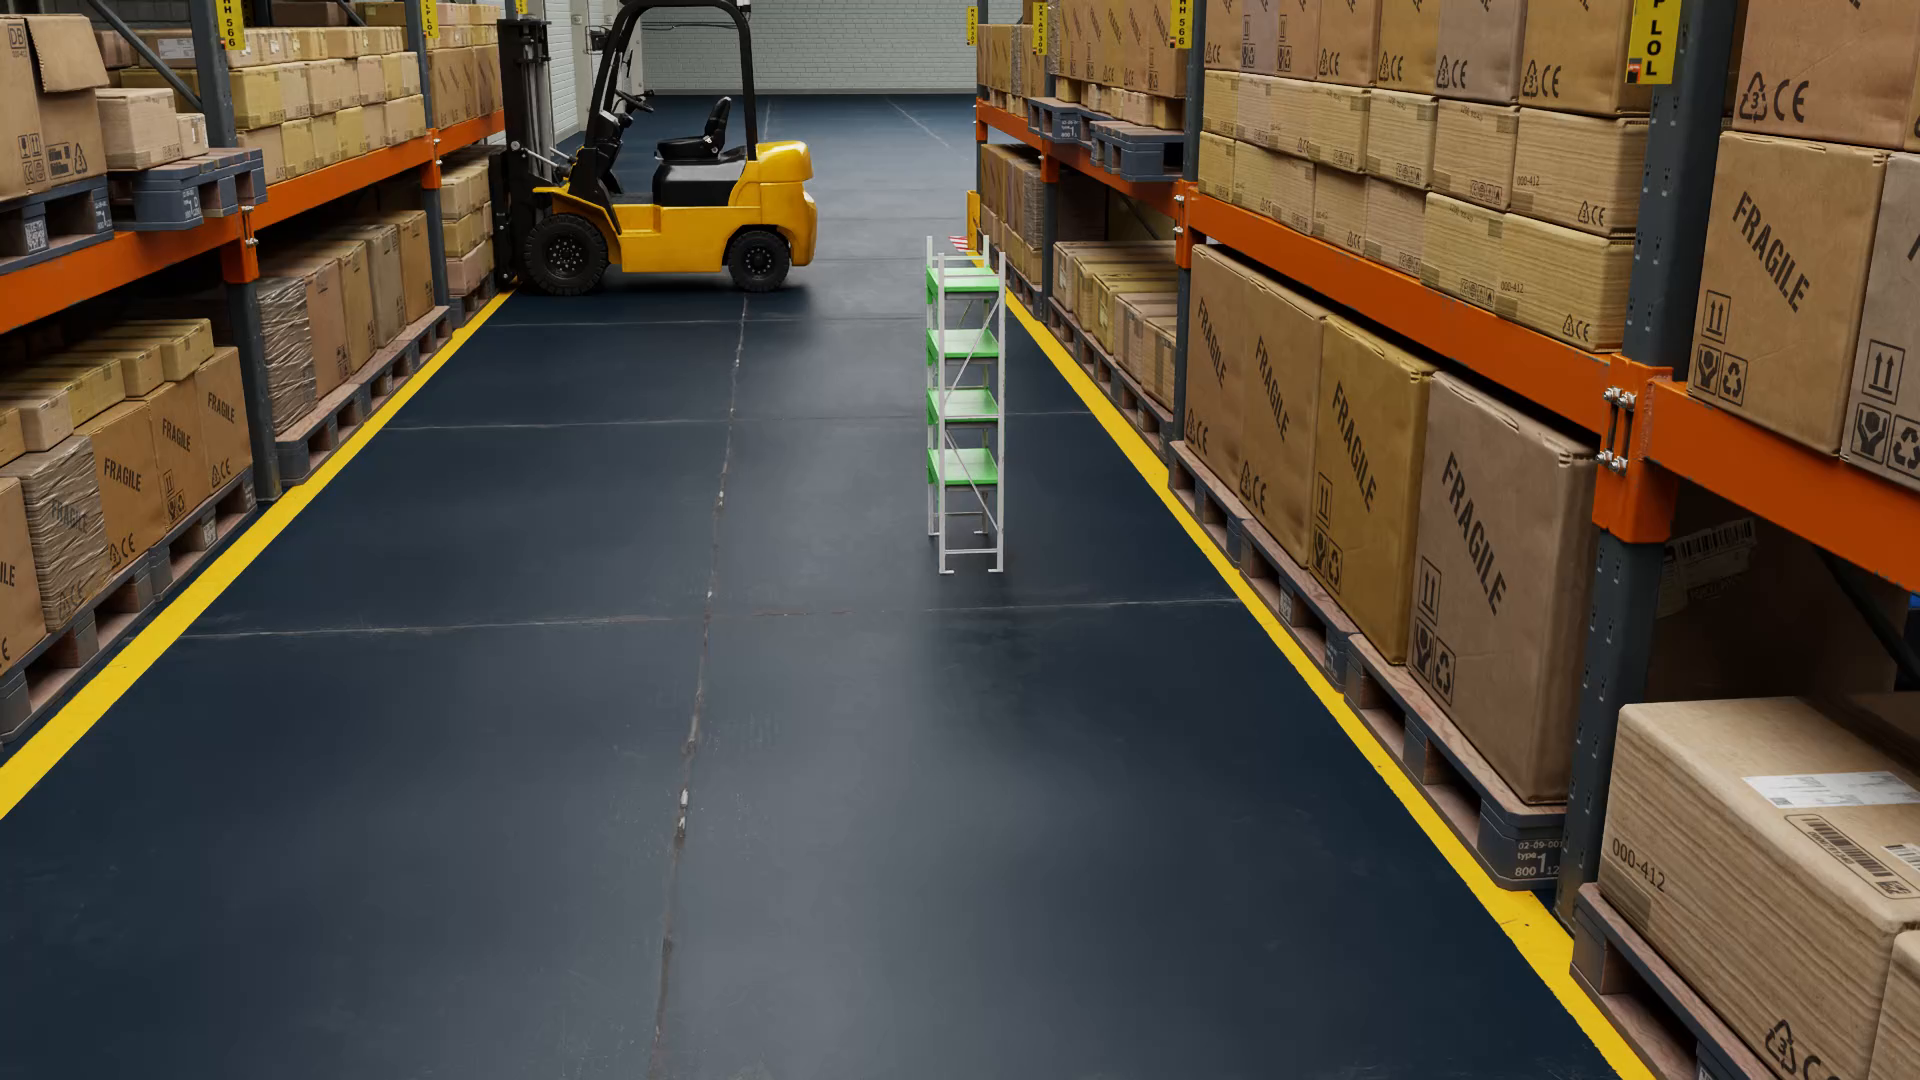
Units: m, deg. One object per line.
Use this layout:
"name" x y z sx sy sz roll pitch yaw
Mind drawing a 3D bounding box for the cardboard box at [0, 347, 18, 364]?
"cardboard box" -3.610 -0.591 5.940 0.380 0.149 0.250 -2 17 -5

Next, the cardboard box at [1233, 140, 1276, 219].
"cardboard box" 1.347 -1.367 6.274 0.500 0.250 0.500 -2 18 -7

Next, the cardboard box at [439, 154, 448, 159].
"cardboard box" -4.328 -2.892 13.101 0.500 0.250 0.500 -2 18 -6

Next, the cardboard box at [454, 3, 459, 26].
"cardboard box" -3.741 -3.692 11.684 0.380 0.149 0.250 -2 18 -7

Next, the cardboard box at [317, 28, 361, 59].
"cardboard box" -3.351 -2.588 8.662 0.380 0.149 0.250 -2 18 -7

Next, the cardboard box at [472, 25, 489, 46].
"cardboard box" -3.814 -3.855 12.698 0.380 0.149 0.250 -2 18 -5

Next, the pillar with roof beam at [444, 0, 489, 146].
"pillar with roof beam" -1.447 -8.521 18.796 9.100 9.000 0.400 -2 18 -6

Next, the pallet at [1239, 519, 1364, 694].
"pallet" 1.606 0.186 5.733 1.003 0.211 1.213 -2 18 -6

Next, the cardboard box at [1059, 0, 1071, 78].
"cardboard box" 0.880 -3.029 9.951 0.500 0.500 0.500 -2 18 -5

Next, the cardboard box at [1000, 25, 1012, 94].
"cardboard box" 0.596 -3.711 12.825 0.500 0.500 0.500 -2 18 -7

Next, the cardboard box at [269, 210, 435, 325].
"cardboard box" -3.808 -1.694 10.329 0.875 0.625 0.625 -1 17 -3

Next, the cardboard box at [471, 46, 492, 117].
"cardboard box" -3.813 -3.426 12.415 0.500 0.500 0.500 -2 18 -5

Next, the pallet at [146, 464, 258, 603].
"pallet" -3.421 -0.036 6.440 1.003 0.211 1.213 -2 18 -6

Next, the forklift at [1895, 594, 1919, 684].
"forklift" 3.529 -1.315 5.974 1.130 2.935 3.031 16 24 41

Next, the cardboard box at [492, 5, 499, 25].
"cardboard box" -3.928 -4.223 13.374 0.380 0.149 0.250 -1 17 -4

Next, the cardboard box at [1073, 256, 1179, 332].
"cardboard box" 1.198 -1.513 10.174 0.950 0.372 0.625 -1 17 -2

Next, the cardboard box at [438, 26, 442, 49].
"cardboard box" -3.727 -3.396 11.237 0.380 0.149 0.250 -2 18 -6

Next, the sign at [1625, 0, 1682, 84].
"sign" 1.351 -1.048 3.206 0.100 0.325 0.005 -2 18 -6

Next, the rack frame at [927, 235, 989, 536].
"rack frame" -0.008 -0.596 6.572 0.240 1.200 0.015 -2 18 -6

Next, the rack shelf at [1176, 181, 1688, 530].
"rack shelf" 1.683 -0.805 5.436 1.077 0.370 4.000 -2 18 -6

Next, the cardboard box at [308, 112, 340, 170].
"cardboard box" -3.370 -1.962 8.168 0.500 0.250 0.500 -2 18 -7

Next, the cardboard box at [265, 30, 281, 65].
"cardboard box" -3.281 -2.207 7.448 0.380 0.149 0.250 -1 17 -4

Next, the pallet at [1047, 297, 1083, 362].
"pallet" 1.146 -1.374 10.701 1.003 0.211 1.213 -2 18 -6

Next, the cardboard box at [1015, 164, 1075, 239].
"cardboard box" 0.682 -2.502 12.276 0.500 0.500 0.500 -1 17 -5

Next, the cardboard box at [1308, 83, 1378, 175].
"cardboard box" 1.414 -1.299 5.221 0.500 0.250 0.500 -1 17 -5

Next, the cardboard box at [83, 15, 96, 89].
"cardboard box" -3.562 -1.680 6.153 0.500 0.500 0.500 -1 17 -3

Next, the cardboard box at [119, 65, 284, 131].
"cardboard box" -3.238 -1.898 7.129 0.500 0.250 0.500 -2 18 -6

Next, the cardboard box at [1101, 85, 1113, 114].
"cardboard box" 0.970 -2.375 8.952 0.380 0.149 0.250 -2 18 -7

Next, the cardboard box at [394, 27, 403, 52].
"cardboard box" -3.617 -3.044 10.116 0.380 0.149 0.250 -1 17 -4

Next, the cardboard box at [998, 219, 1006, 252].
"cardboard box" 0.574 -2.453 13.373 0.500 0.250 0.500 -1 17 -2

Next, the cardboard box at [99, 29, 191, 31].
"cardboard box" -3.843 -2.343 7.882 0.380 0.149 0.250 -2 18 -6

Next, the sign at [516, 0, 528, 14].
"sign" -3.744 -4.652 14.158 0.100 0.325 0.005 -2 18 -6

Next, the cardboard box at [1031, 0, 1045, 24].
"cardboard box" 0.966 -4.498 13.665 0.700 0.500 0.500 -2 18 -5

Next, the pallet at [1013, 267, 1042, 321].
"pallet" 0.960 -1.805 12.074 1.003 0.211 1.213 -2 18 -6

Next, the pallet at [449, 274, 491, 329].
"pallet" -3.913 -1.690 11.707 1.003 0.211 1.213 -2 18 -6

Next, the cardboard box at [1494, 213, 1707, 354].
"cardboard box" 1.592 -0.607 3.854 0.500 0.250 0.500 -2 18 -7

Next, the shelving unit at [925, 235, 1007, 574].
"shelving unit" 0.017 -0.523 6.340 0.258 1.200 0.503 -2 18 -6

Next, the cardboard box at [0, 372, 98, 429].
"cardboard box" -3.107 -0.454 5.503 0.380 0.149 0.250 -2 18 -6

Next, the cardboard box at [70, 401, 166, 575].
"cardboard box" -3.105 -0.173 5.693 0.500 0.500 0.500 -1 17 -3

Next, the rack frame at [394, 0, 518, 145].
"rack frame" -4.285 -3.974 14.326 1.000 3.000 0.127 -2 18 -6

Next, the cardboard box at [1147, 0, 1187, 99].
"cardboard box" 1.153 -2.261 7.508 0.500 0.500 0.500 -2 18 -7

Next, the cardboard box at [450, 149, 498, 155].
"cardboard box" -3.869 -3.060 13.635 0.500 0.250 0.500 -1 17 -5

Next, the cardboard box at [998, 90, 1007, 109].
"cardboard box" 0.508 -3.591 13.528 0.380 0.149 0.250 -1 17 -4

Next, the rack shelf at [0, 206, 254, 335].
"rack shelf" -3.254 -0.651 4.944 1.077 0.370 4.000 -2 18 -6

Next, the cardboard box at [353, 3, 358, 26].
"cardboard box" -4.231 -3.521 11.139 0.380 0.149 0.250 -2 18 -6

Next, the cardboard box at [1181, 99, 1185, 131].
"cardboard box" 1.209 -1.915 7.489 0.380 0.149 0.250 -1 17 -4

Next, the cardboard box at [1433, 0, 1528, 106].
"cardboard box" 1.533 -1.357 4.155 0.500 0.500 0.500 -1 17 -5

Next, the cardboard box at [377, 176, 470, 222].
"cardboard box" -3.610 -2.301 11.219 0.500 0.250 0.500 -2 18 -6

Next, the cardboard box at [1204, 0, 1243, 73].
"cardboard box" 1.284 -2.115 6.569 0.500 0.500 0.500 -2 18 -7

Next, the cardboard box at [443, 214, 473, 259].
"cardboard box" -3.616 -2.063 11.294 0.500 0.250 0.500 -2 18 -6

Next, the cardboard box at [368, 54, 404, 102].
"cardboard box" -3.507 -2.657 9.550 0.500 0.250 0.500 -2 18 -7

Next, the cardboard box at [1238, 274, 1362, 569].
"cardboard box" 1.553 -0.457 5.971 0.875 0.875 0.875 -2 17 -5
